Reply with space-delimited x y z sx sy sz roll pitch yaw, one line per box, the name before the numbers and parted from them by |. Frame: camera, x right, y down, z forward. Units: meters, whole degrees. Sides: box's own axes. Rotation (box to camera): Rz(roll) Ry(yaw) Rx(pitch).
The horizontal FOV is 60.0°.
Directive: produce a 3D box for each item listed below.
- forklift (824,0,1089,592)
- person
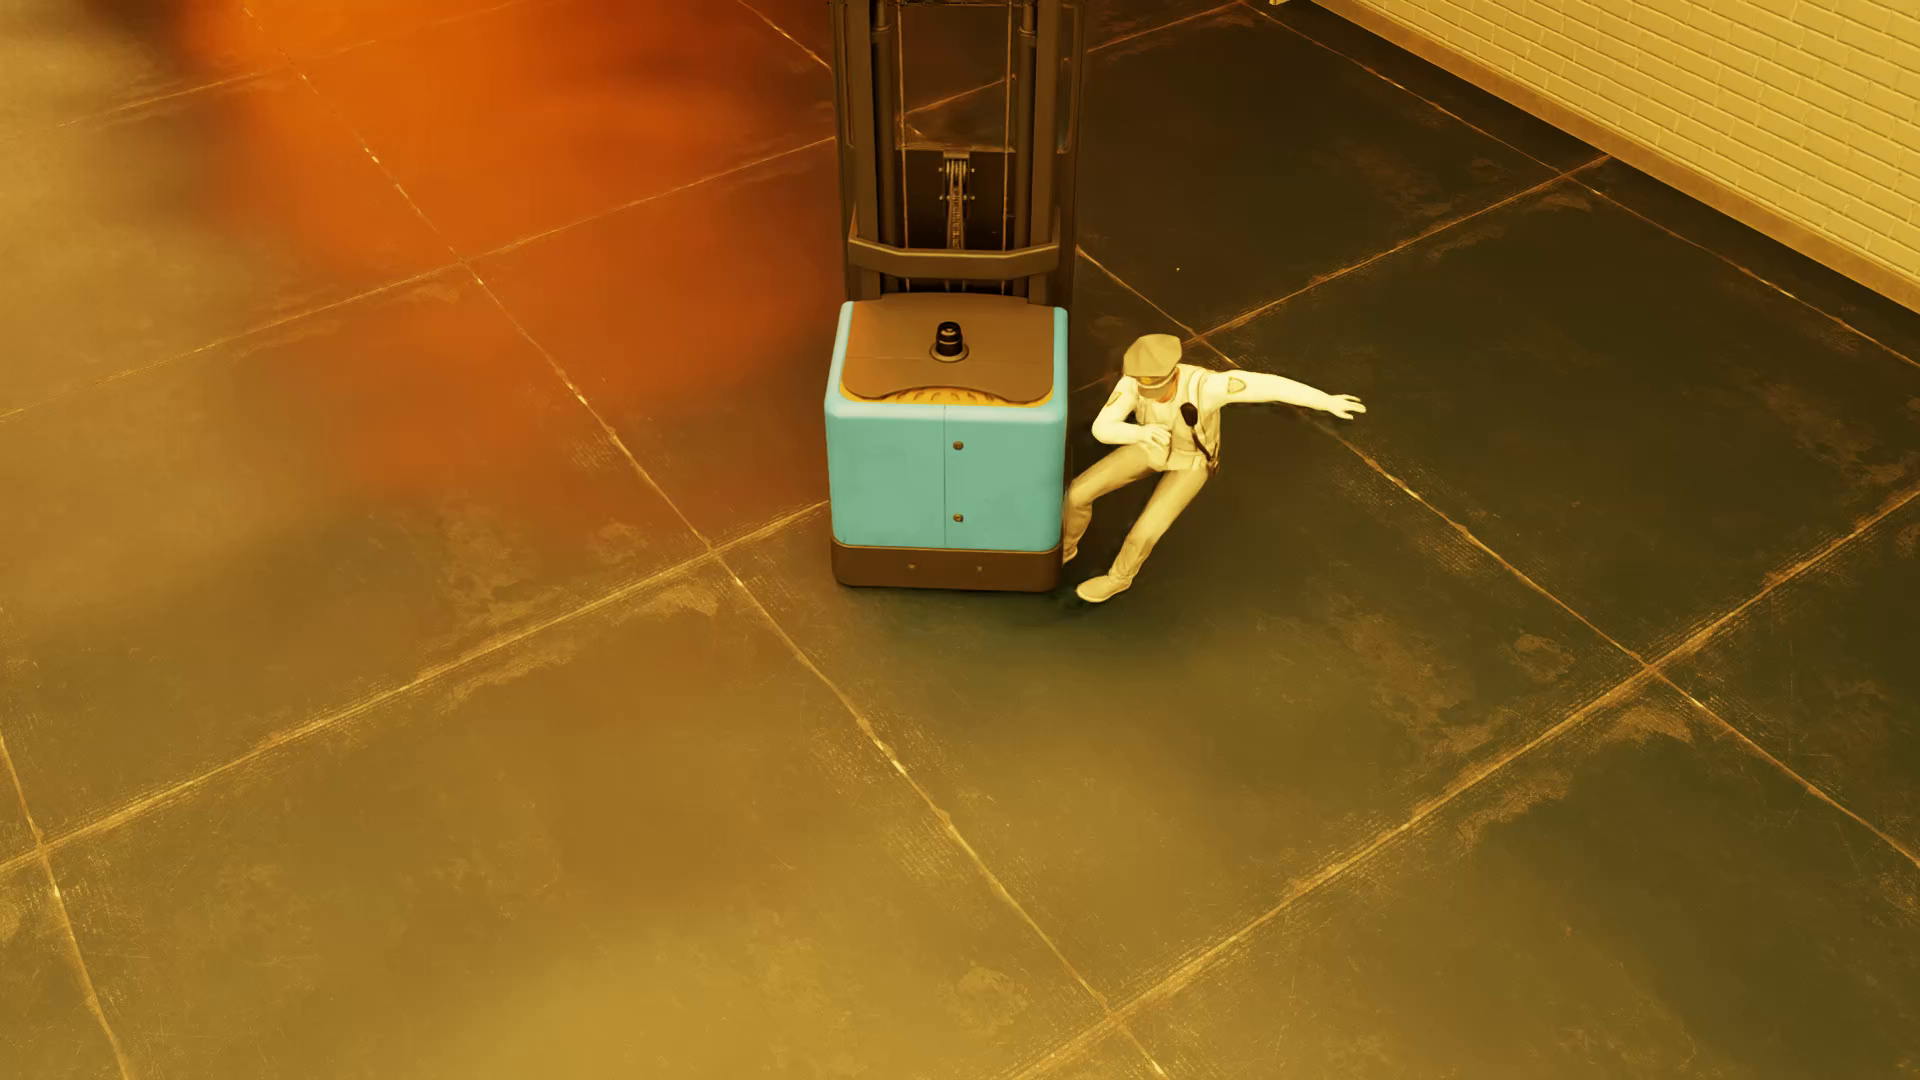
forklift | 0.009 -1.829 7.700 1.130 2.935 3.031 2 43 2
person | 0.971 -0.269 7.200 1.308 1.367 0.686 21 47 21
